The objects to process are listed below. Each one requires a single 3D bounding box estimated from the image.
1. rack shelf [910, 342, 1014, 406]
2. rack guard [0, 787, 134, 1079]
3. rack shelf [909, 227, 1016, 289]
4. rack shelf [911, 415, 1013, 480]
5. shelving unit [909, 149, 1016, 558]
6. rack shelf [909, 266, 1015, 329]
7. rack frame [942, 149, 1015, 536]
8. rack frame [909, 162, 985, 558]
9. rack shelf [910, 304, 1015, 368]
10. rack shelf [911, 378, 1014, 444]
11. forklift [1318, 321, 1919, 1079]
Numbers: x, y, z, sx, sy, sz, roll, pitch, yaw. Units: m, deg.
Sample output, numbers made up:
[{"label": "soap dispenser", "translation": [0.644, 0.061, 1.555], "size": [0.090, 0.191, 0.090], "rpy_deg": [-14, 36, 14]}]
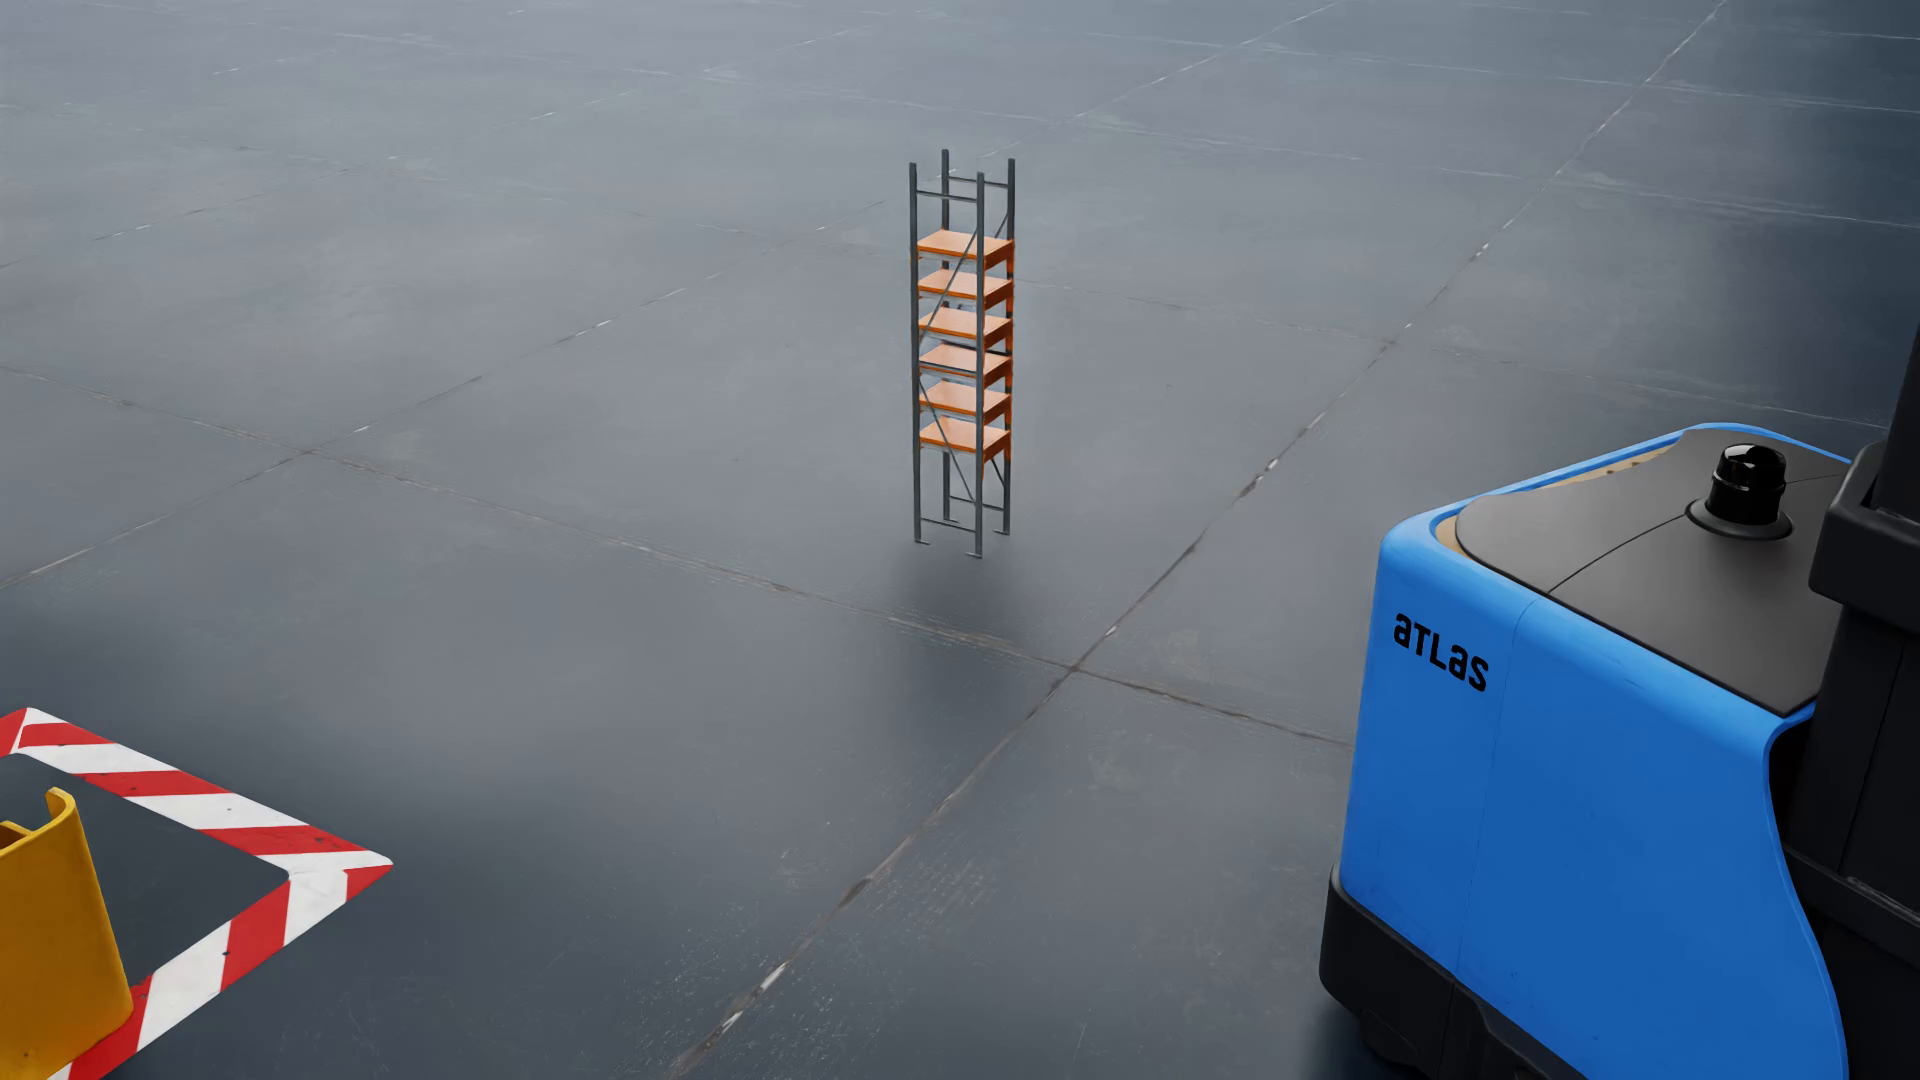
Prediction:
[{"label": "rack shelf", "translation": [0.007, -0.502, 5.013], "size": [0.258, 0.103, 0.180], "rpy_deg": [14, 30, 26]}, {"label": "rack guard", "translation": [-2.235, 0.660, 3.374], "size": [1.175, 0.500, 0.348], "rpy_deg": [14, 30, 26]}, {"label": "rack shelf", "translation": [0.007, -0.824, 4.851], "size": [0.258, 0.103, 0.180], "rpy_deg": [14, 30, 26]}, {"label": "rack shelf", "translation": [0.007, -0.288, 5.120], "size": [0.258, 0.103, 0.180], "rpy_deg": [14, 30, 26]}, {"label": "shelving unit", "translation": [0.007, -0.542, 4.993], "size": [0.258, 1.200, 0.189], "rpy_deg": [14, 30, 26]}, {"label": "rack shelf", "translation": [0.007, -0.717, 4.905], "size": [0.258, 0.103, 0.180], "rpy_deg": [14, 30, 26]}, {"label": "rack frame", "translation": [0.052, -0.578, 5.064], "size": [0.240, 1.200, 0.006], "rpy_deg": [14, 30, 26]}, {"label": "rack frame", "translation": [-0.038, -0.507, 4.921], "size": [0.240, 1.200, 0.006], "rpy_deg": [14, 30, 26]}, {"label": "rack shelf", "translation": [0.007, -0.610, 4.959], "size": [0.258, 0.103, 0.180], "rpy_deg": [14, 30, 26]}, {"label": "rack shelf", "translation": [0.007, -0.395, 5.066], "size": [0.258, 0.103, 0.180], "rpy_deg": [14, 30, 26]}, {"label": "forklift", "translation": [1.930, 0.066, 1.844], "size": [1.130, 2.935, 3.031], "rpy_deg": [-16, 31, -28]}]
